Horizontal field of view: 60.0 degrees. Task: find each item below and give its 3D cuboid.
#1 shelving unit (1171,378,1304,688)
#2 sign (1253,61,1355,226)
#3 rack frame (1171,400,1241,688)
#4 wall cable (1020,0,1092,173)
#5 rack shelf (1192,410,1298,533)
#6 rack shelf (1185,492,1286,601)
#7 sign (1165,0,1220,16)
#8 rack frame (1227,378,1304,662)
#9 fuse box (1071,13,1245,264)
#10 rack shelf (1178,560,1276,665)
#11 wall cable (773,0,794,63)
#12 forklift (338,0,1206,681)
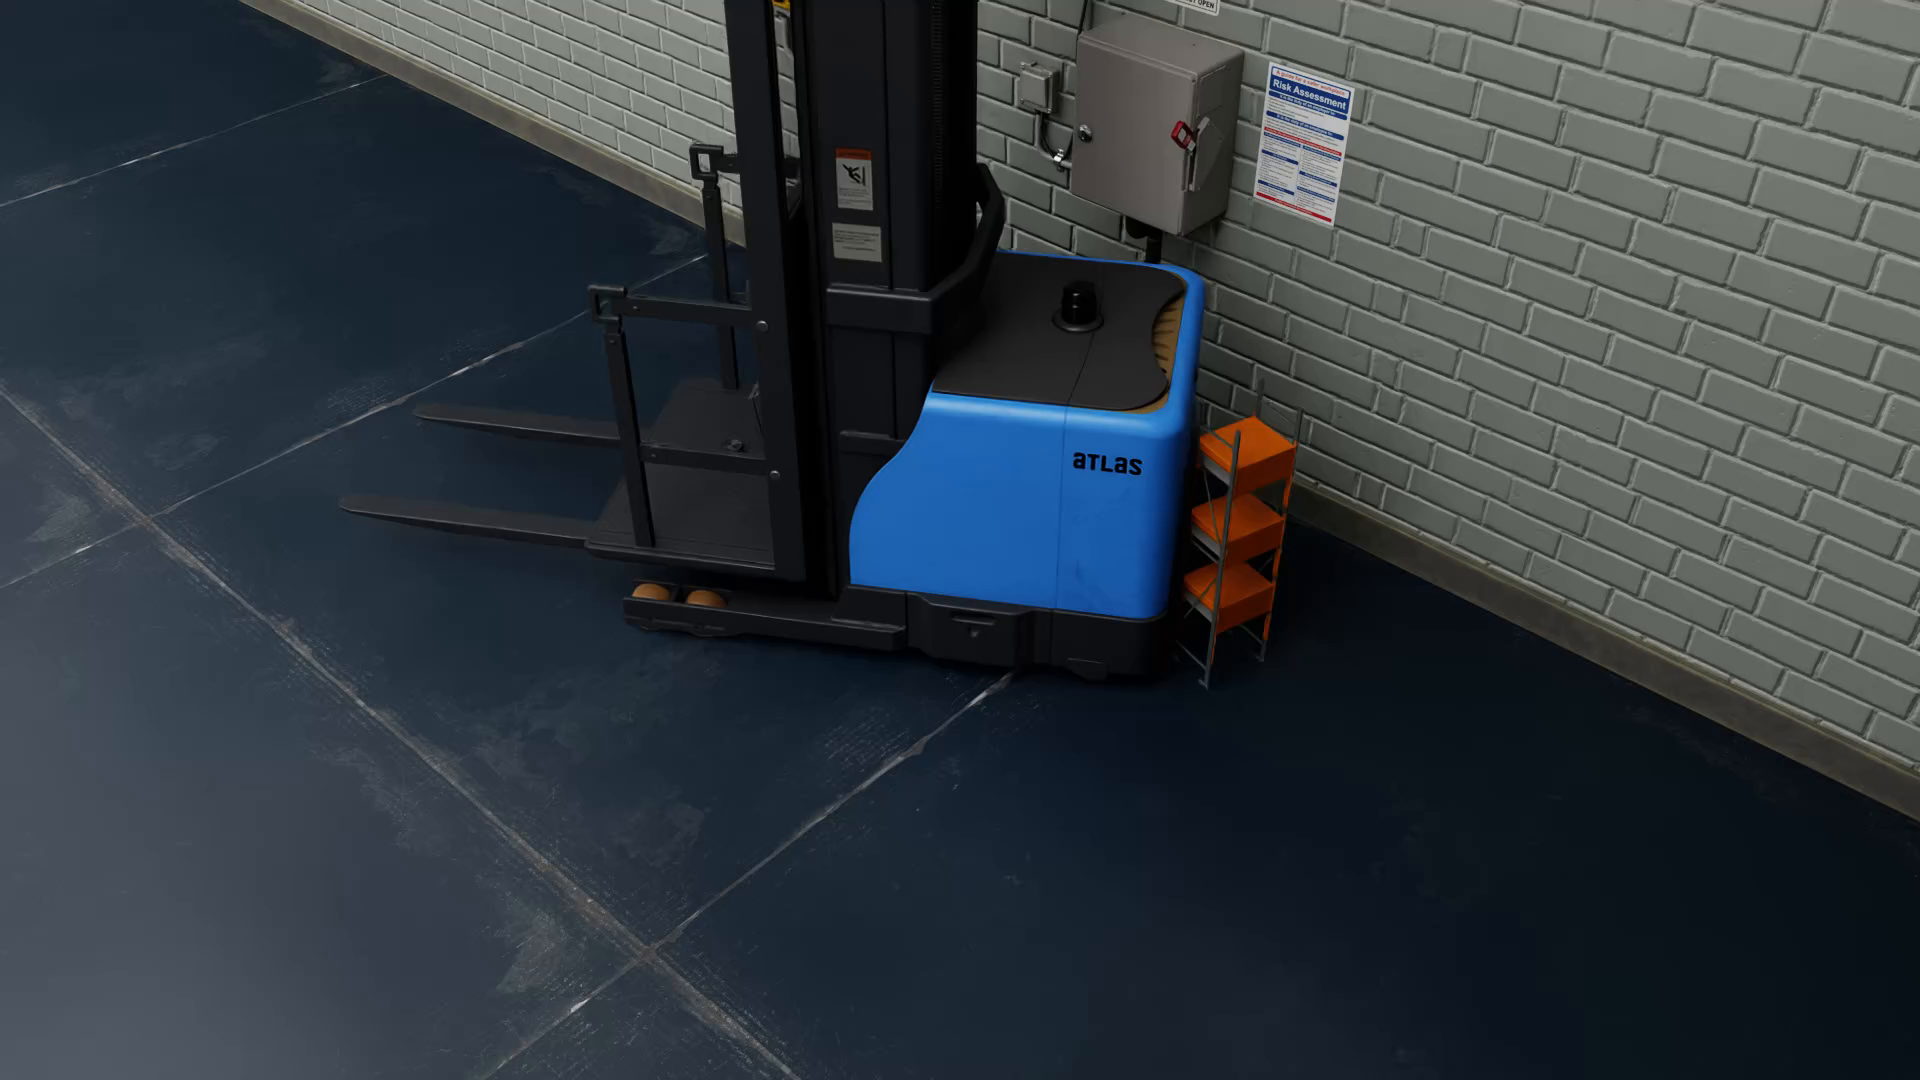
[{"bbox_3d":[0.889,-0.004,5.411,0.252,1.050,0.215,-21,43,-24],"label":"shelving unit"},{"bbox_3d":[1.148,-1.327,5.585,0.329,0.494,0.001,30,47,32],"label":"sign"},{"bbox_3d":[0.785,0.036,5.361,0.008,1.050,0.200,-21,43,-24],"label":"rack frame"},{"bbox_3d":[0.246,-2.233,5.832,0.588,1.984,0.122,30,47,32],"label":"wall cable"},{"bbox_3d":[0.889,-0.217,5.241,0.240,0.259,0.215,-21,43,-24],"label":"rack shelf"},{"bbox_3d":[0.889,0.005,5.418,0.240,0.259,0.215,-21,43,-24],"label":"rack shelf"},{"bbox_3d":[0.742,-1.918,5.589,0.339,0.242,0.001,30,47,32],"label":"sign"},{"bbox_3d":[0.992,-0.043,5.461,0.008,1.050,0.200,-21,43,-24],"label":"rack frame"},{"bbox_3d":[0.644,-0.972,6.098,0.539,1.711,0.414,30,47,32],"label":"fuse box"},{"bbox_3d":[0.889,0.222,5.591,0.240,0.259,0.215,-21,43,-24],"label":"rack shelf"},{"bbox_3d":[-0.809,-2.835,6.564,0.585,1.953,0.123,30,47,32],"label":"wall cable"},{"bbox_3d":[-0.715,-1.122,5.306,3.031,2.935,1.130,7,39,8],"label":"forklift"}]
